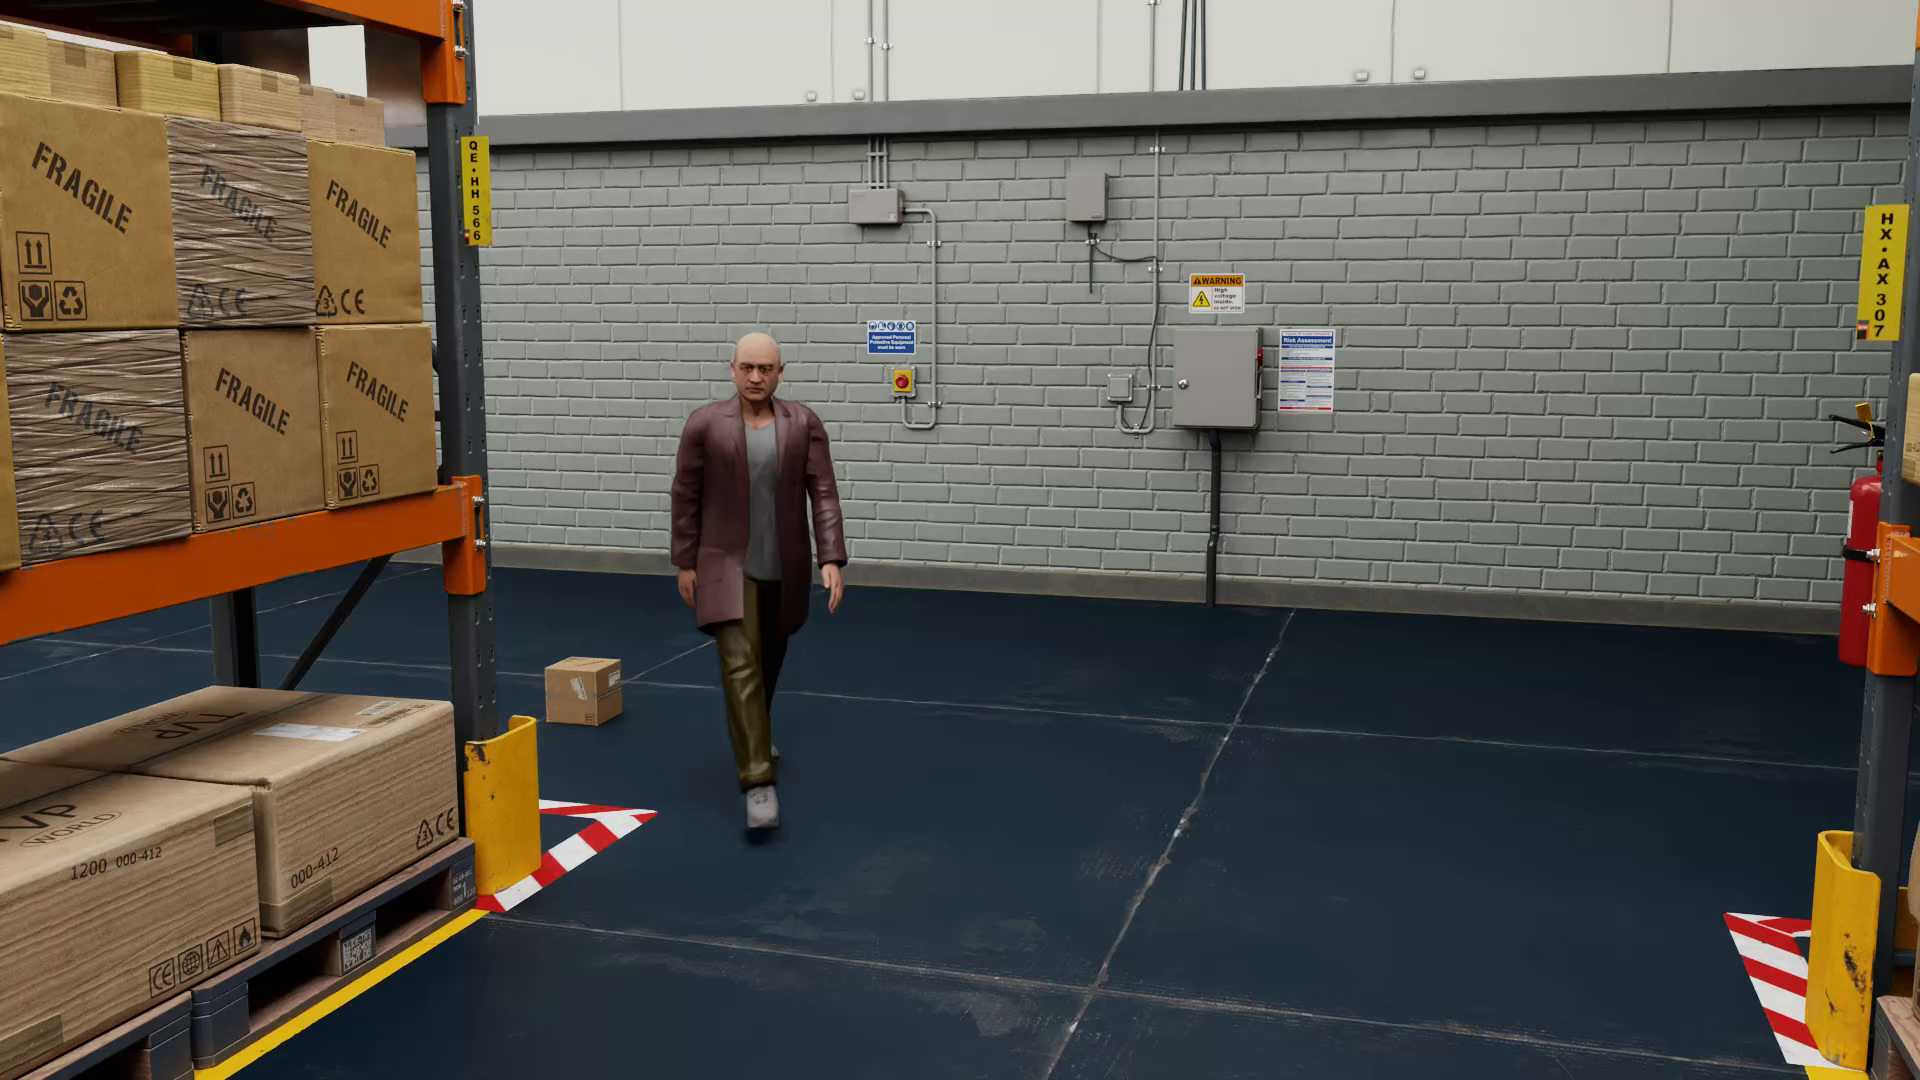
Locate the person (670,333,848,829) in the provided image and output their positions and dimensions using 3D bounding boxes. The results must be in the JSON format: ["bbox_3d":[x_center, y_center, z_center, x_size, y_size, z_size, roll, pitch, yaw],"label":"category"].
[{"bbox_3d":[-0.745,0.088,6.169,0.590,1.703,1.175,-3,9,-22],"label":"person"}]
